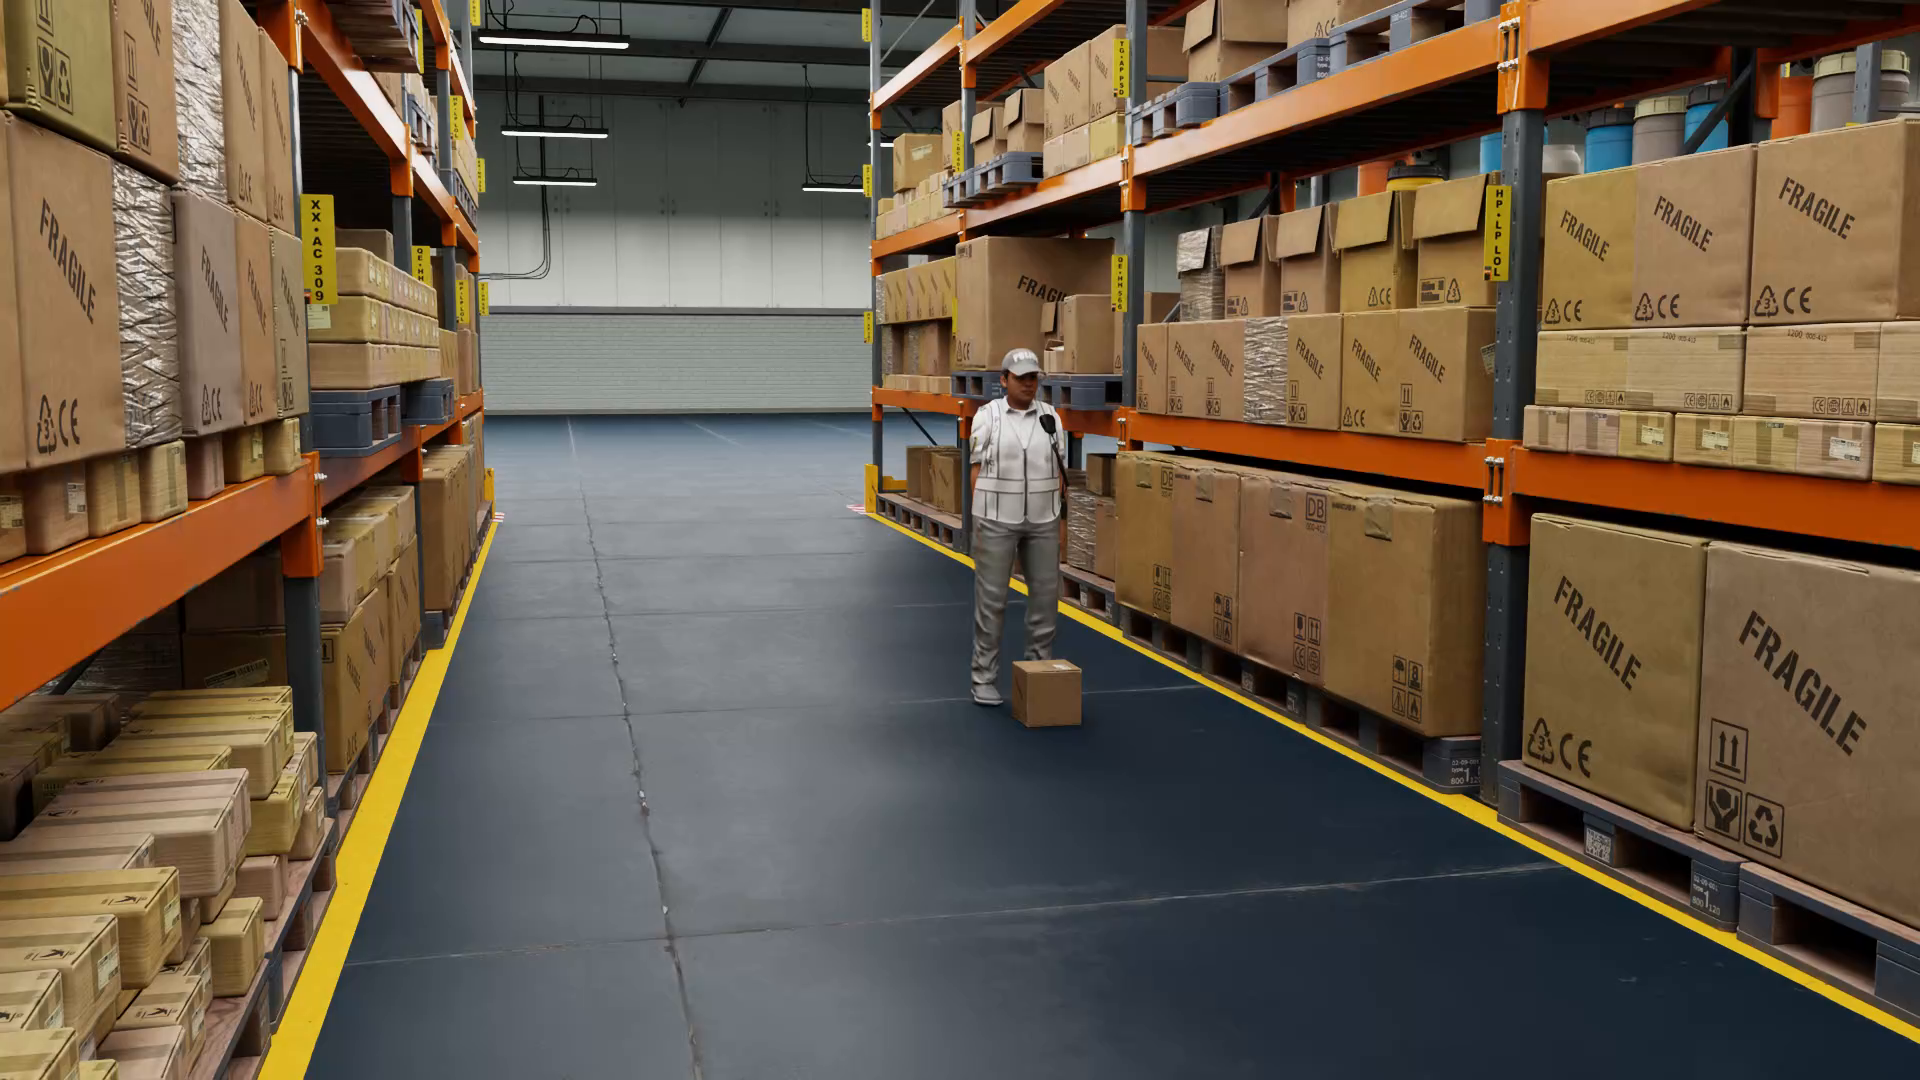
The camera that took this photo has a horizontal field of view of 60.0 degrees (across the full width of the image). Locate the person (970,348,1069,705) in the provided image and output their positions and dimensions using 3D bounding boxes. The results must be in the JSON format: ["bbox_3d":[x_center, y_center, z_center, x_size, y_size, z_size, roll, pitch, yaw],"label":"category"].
[{"bbox_3d":[0.285,-0.065,7.804,0.467,1.660,0.390,-1,6,-12],"label":"person"}]
